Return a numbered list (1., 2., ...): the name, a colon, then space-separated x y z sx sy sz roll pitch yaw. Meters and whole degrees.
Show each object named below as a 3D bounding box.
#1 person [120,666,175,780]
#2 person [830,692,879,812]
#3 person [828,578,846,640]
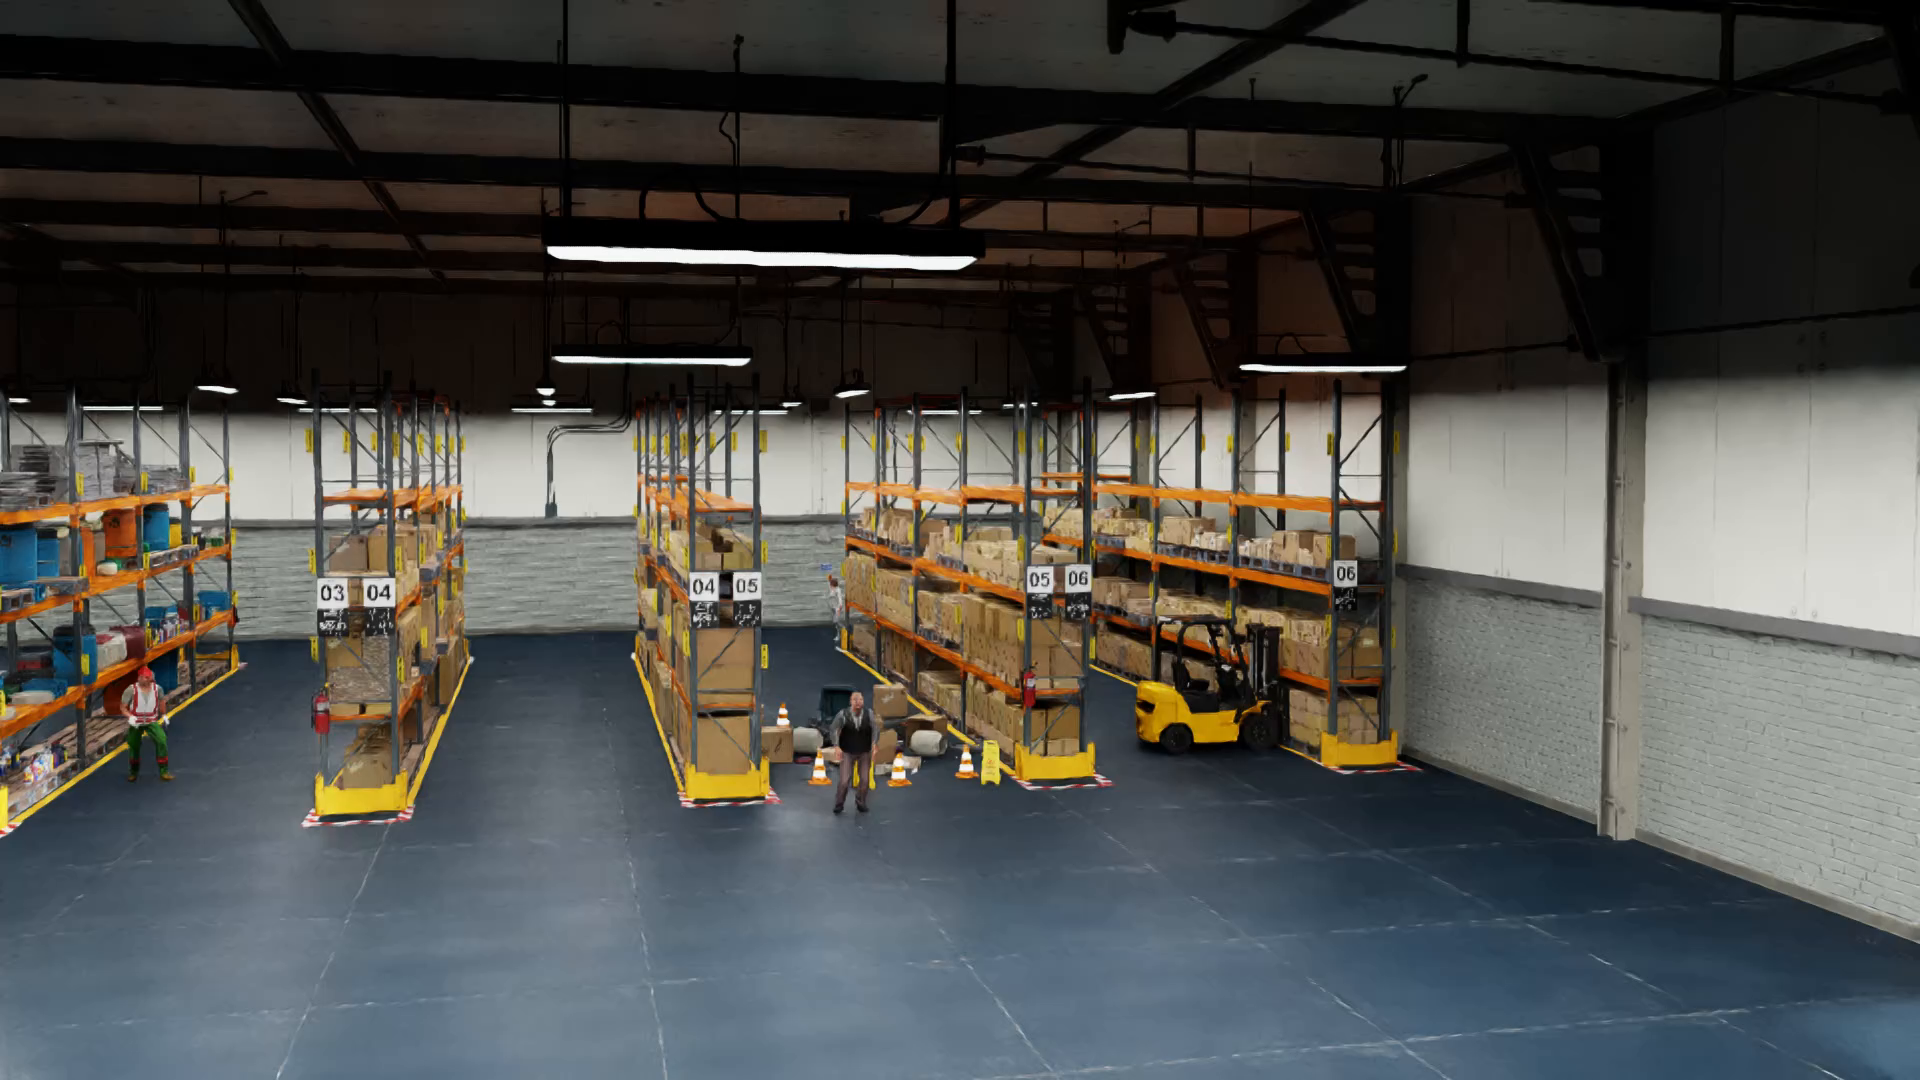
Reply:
1. person: -12.066 2.710 24.627 0.678 1.725 0.789 -2 4 -33
2. person: -1.430 2.870 22.559 0.677 1.674 0.534 -1 3 -15
3. person: -3.104 1.754 42.353 0.411 1.589 0.558 -3 5 -43
